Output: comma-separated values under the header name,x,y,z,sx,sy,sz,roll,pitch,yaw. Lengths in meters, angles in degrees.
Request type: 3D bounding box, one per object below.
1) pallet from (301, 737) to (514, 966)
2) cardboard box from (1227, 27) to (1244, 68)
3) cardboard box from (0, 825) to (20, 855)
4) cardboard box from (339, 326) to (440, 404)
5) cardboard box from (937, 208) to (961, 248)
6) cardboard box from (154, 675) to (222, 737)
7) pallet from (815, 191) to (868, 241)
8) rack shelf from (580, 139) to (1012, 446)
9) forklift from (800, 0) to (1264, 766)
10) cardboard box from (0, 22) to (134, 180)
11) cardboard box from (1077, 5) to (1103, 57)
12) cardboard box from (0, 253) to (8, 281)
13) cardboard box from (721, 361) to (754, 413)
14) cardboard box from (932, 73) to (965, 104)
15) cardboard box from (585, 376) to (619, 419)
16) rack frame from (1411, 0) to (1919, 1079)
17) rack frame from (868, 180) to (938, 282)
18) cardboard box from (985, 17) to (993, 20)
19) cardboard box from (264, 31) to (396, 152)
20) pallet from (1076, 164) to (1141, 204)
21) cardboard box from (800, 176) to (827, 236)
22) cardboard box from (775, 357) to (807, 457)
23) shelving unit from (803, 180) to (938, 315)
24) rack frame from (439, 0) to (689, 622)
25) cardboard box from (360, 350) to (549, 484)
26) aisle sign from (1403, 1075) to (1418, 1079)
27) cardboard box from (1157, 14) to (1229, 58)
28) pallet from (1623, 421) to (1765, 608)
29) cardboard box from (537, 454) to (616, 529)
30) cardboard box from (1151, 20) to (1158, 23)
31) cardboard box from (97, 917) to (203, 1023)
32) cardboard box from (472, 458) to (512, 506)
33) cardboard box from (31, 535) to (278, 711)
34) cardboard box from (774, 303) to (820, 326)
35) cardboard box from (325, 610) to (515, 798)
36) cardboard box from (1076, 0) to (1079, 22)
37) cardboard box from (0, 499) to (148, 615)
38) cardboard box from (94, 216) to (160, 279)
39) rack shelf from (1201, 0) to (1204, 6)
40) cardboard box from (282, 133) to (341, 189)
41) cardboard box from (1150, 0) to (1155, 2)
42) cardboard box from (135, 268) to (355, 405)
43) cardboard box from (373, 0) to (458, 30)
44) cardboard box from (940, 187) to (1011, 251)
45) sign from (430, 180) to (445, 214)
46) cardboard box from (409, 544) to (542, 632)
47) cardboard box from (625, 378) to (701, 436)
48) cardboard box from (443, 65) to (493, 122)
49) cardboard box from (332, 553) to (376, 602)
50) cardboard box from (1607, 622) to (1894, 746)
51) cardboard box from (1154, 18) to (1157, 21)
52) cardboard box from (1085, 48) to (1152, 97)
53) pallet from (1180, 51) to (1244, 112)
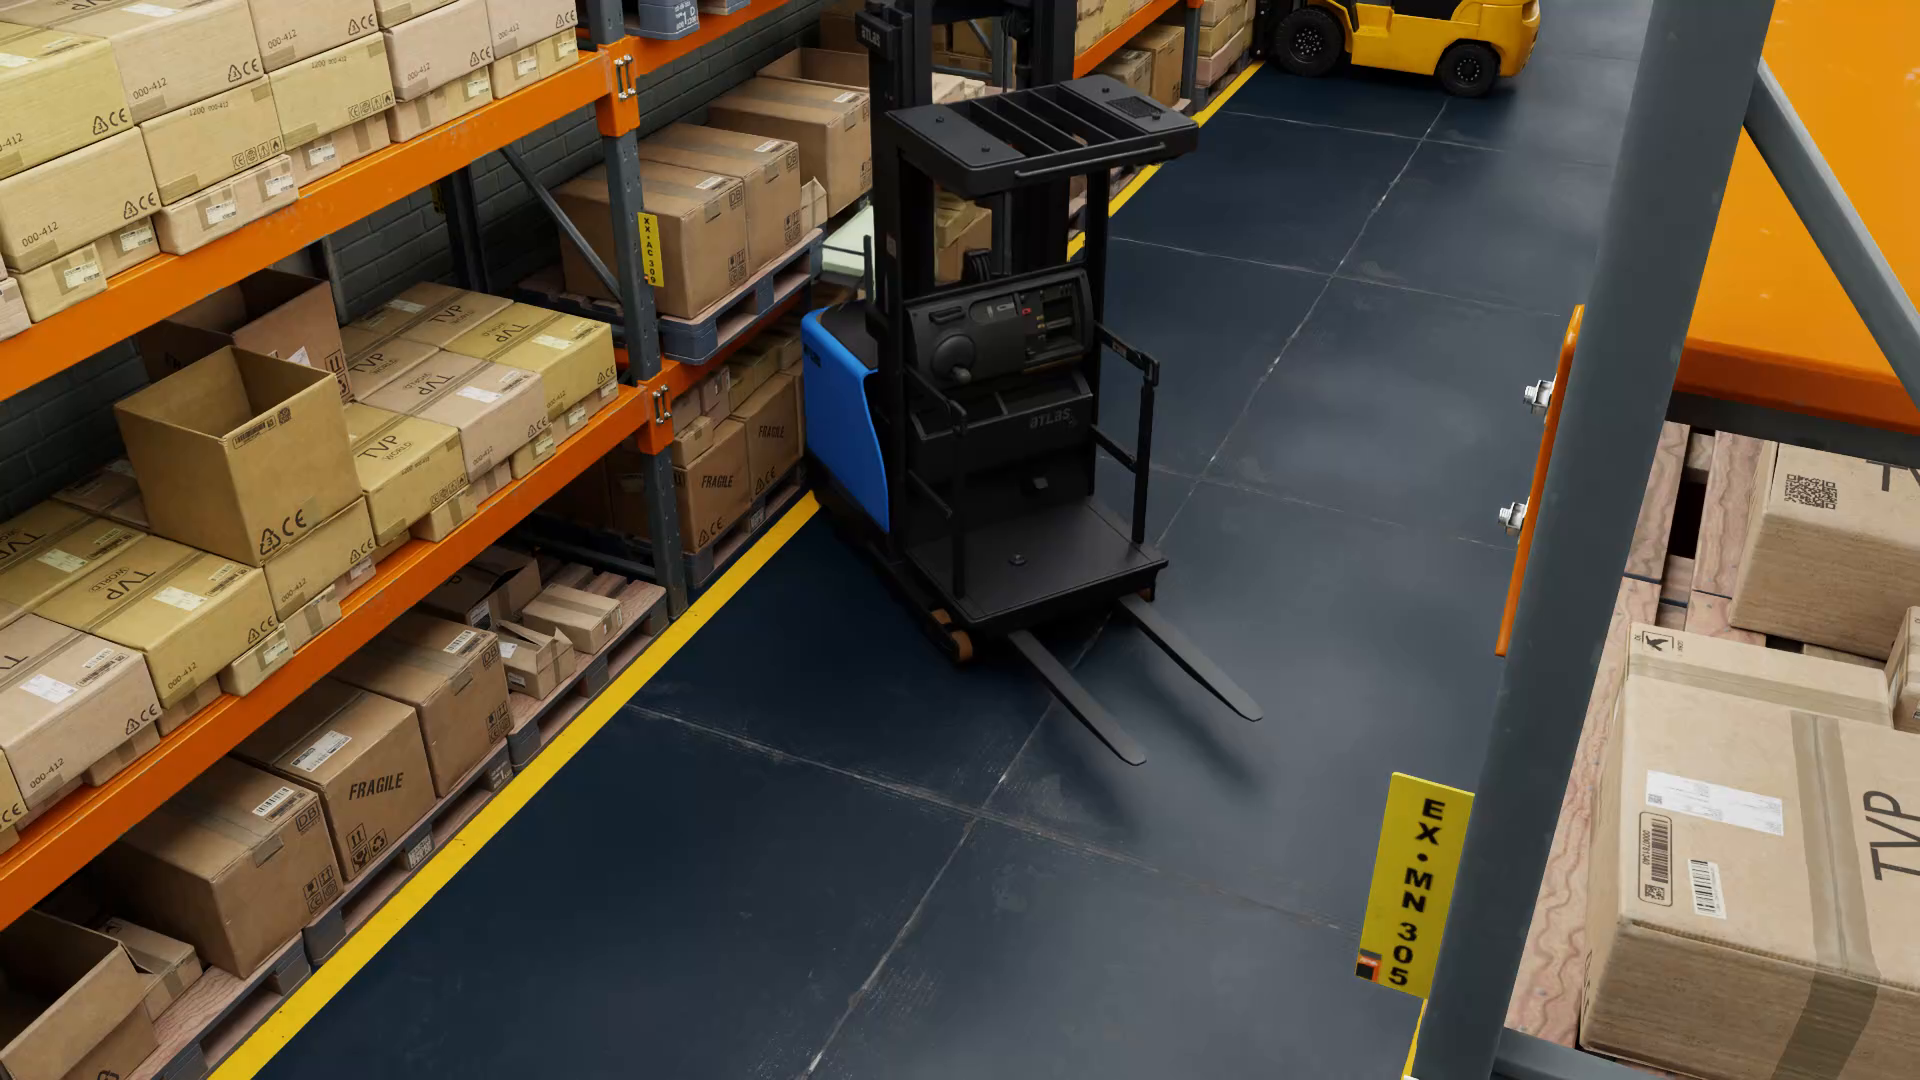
name,x,y,z,sx,sy,sz,roll,pitch,yaw
pallet,-2.619,1.118,6.853,1.003,0.211,1.213,14,36,20
cardboard box,2.226,-4.431,14.897,0.500,0.250,0.500,13,36,19
cardboard box,-3.044,0.859,4.933,0.380,0.149,0.250,15,36,22
cardboard box,-2.478,-0.625,6.834,0.500,0.250,0.500,14,36,20
cardboard box,-0.211,-1.946,10.288,0.380,0.149,0.250,12,35,18
cardboard box,-2.699,0.475,5.519,0.380,0.149,0.250,15,36,21
pallet,-0.958,-1.942,9.151,1.003,0.211,1.213,14,36,20
rack shelf,-0.985,-1.695,9.256,1.077,0.370,4.000,14,36,20
forklift,0.301,-0.919,7.478,1.130,2.935,3.031,-16,37,-23
cardboard box,-2.654,-1.198,4.516,0.500,0.250,0.500,14,36,20
cardboard box,0.683,-3.602,11.644,0.500,0.250,0.500,13,35,19
cardboard box,-2.868,-0.740,4.273,0.500,0.250,0.500,15,36,21
cardboard box,-1.288,-0.805,8.547,0.380,0.149,0.250,12,35,18
cardboard box,-0.296,-2.505,9.589,0.500,0.250,0.500,12,35,18
cardboard box,-1.726,-0.678,7.278,0.380,0.149,0.250,15,36,21
rack frame,1.011,-0.380,1.123,0.949,2.616,0.053,14,36,20
rack frame,-0.303,-1.326,9.244,0.400,1.500,0.023,15,39,21
cardboard box,0.252,-3.396,10.511,0.380,0.149,0.250,15,36,22
cardboard box,-2.229,-1.504,5.439,0.500,0.250,0.500,15,36,21
pallet,0.743,-2.832,12.877,1.003,0.211,1.213,14,36,20
cardboard box,-0.892,-1.723,8.382,0.396,0.266,0.258,16,36,23
cardboard box,-0.989,-0.834,9.184,0.500,0.500,0.500,13,35,19
shelving unit,-0.460,-1.131,8.977,0.431,1.500,0.755,15,39,21
rack frame,-1.822,-1.000,7.539,1.000,3.000,0.127,14,36,20
cardboard box,-2.010,-0.499,6.641,0.500,0.250,0.500,14,36,21
aisle sign,0.703,1.007,2.108,0.394,0.787,0.004,14,36,20
cardboard box,2.008,-4.389,14.377,0.500,0.250,0.500,14,36,20
pallet,1.824,-0.070,3.466,1.003,0.211,1.213,14,36,20
cardboard box,-1.885,-0.443,8.586,0.500,0.500,0.500,14,36,20
cardboard box,1.543,-4.508,14.559,0.500,0.250,0.500,13,36,19
cardboard box,-2.941,1.523,5.908,0.380,0.149,0.250,13,35,19
cardboard box,-2.036,-0.284,6.677,0.380,0.149,0.250,15,36,22
cardboard box,-2.641,0.262,5.480,0.500,0.250,0.500,13,36,20
cardboard box,-0.941,-1.184,9.125,0.380,0.149,0.250,15,36,22
cardboard box,-2.326,0.645,6.927,0.700,0.500,0.500,13,35,19
cardboard box,0.469,-3.552,11.113,0.500,0.250,0.500,15,36,22
cardboard box,-3.116,0.139,5.669,0.500,0.250,0.500,15,36,22
cardboard box,-2.594,-0.893,4.870,0.380,0.149,0.250,14,36,20
rack shelf,2.362,-5.679,15.332,1.077,0.370,4.000,14,36,20
cardboard box,-2.275,-1.275,5.452,0.380,0.149,0.250,15,36,21
cardboard box,1.346,-4.359,12.799,0.500,0.250,0.500,14,36,20
cardboard box,-2.687,-0.694,6.255,0.500,0.500,0.500,13,35,19
cardboard box,-2.019,-1.964,5.683,0.500,0.250,0.500,14,36,20
cardboard box,0.125,-2.482,11.582,0.875,0.625,0.625,15,36,22
sign,-2.328,-1.610,7.413,0.100,0.325,0.005,14,36,20
cardboard box,-2.313,0.224,7.742,0.500,0.311,0.500,15,36,22
cardboard box,-1.485,-0.657,8.051,0.380,0.149,0.250,14,36,20
cardboard box,-1.930,-1.649,6.023,0.380,0.149,0.250,15,36,22
cardboard box,-2.388,0.086,6.112,0.380,0.149,0.250,14,36,20
cardboard box,1.224,0.291,2.591,0.380,0.149,0.250,11,35,17
cardboard box,1.555,-4.718,14.422,0.500,0.250,0.500,15,36,21
cardboard box,0.985,-3.520,13.165,0.875,0.625,0.625,14,36,20
pallet,1.896,-4.205,14.970,1.003,0.211,1.213,14,36,20
